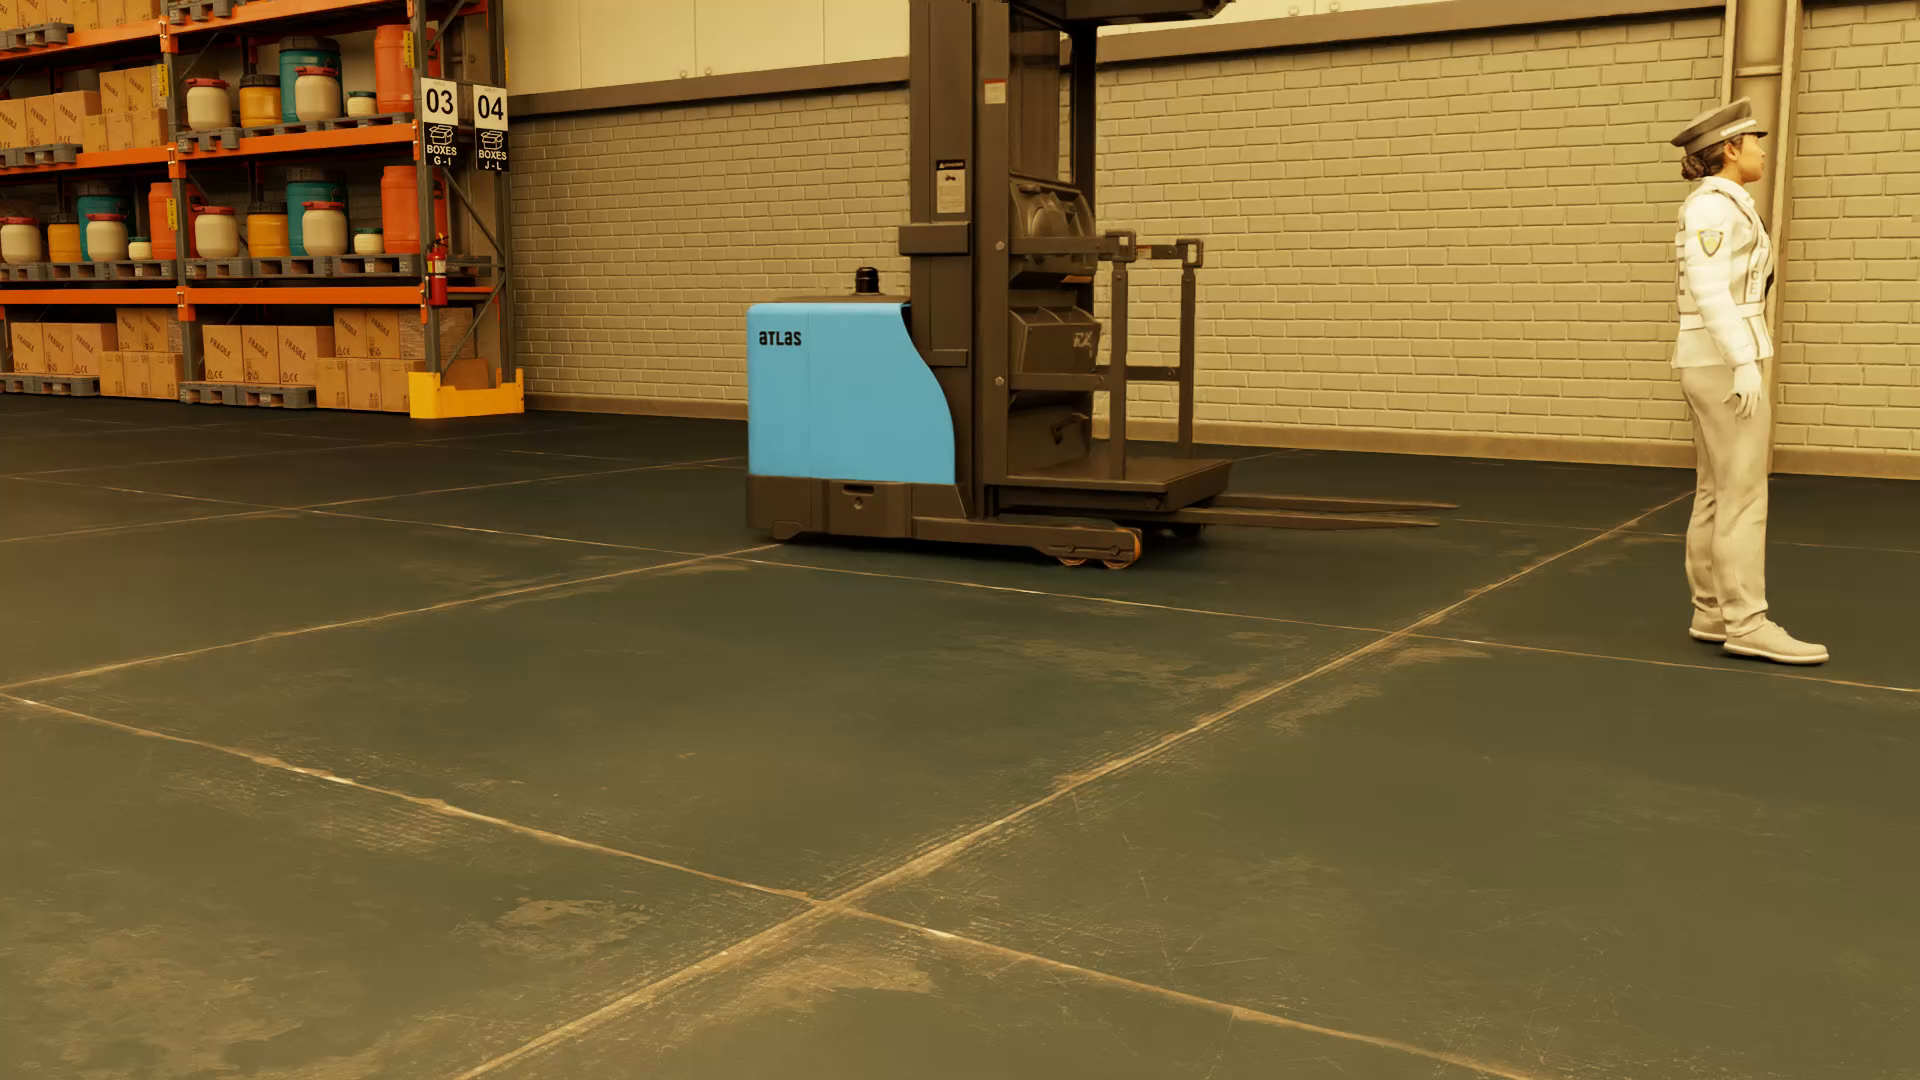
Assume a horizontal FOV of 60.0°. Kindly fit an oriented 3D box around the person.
[{"bbox_3d":[2.440,-0.512,5.153,0.521,1.700,0.576,3,9,23],"label":"person"}]

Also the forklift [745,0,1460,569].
[{"bbox_3d":[0.594,-1.417,7.157,3.031,2.935,1.130,4,9,23],"label":"forklift"}]
